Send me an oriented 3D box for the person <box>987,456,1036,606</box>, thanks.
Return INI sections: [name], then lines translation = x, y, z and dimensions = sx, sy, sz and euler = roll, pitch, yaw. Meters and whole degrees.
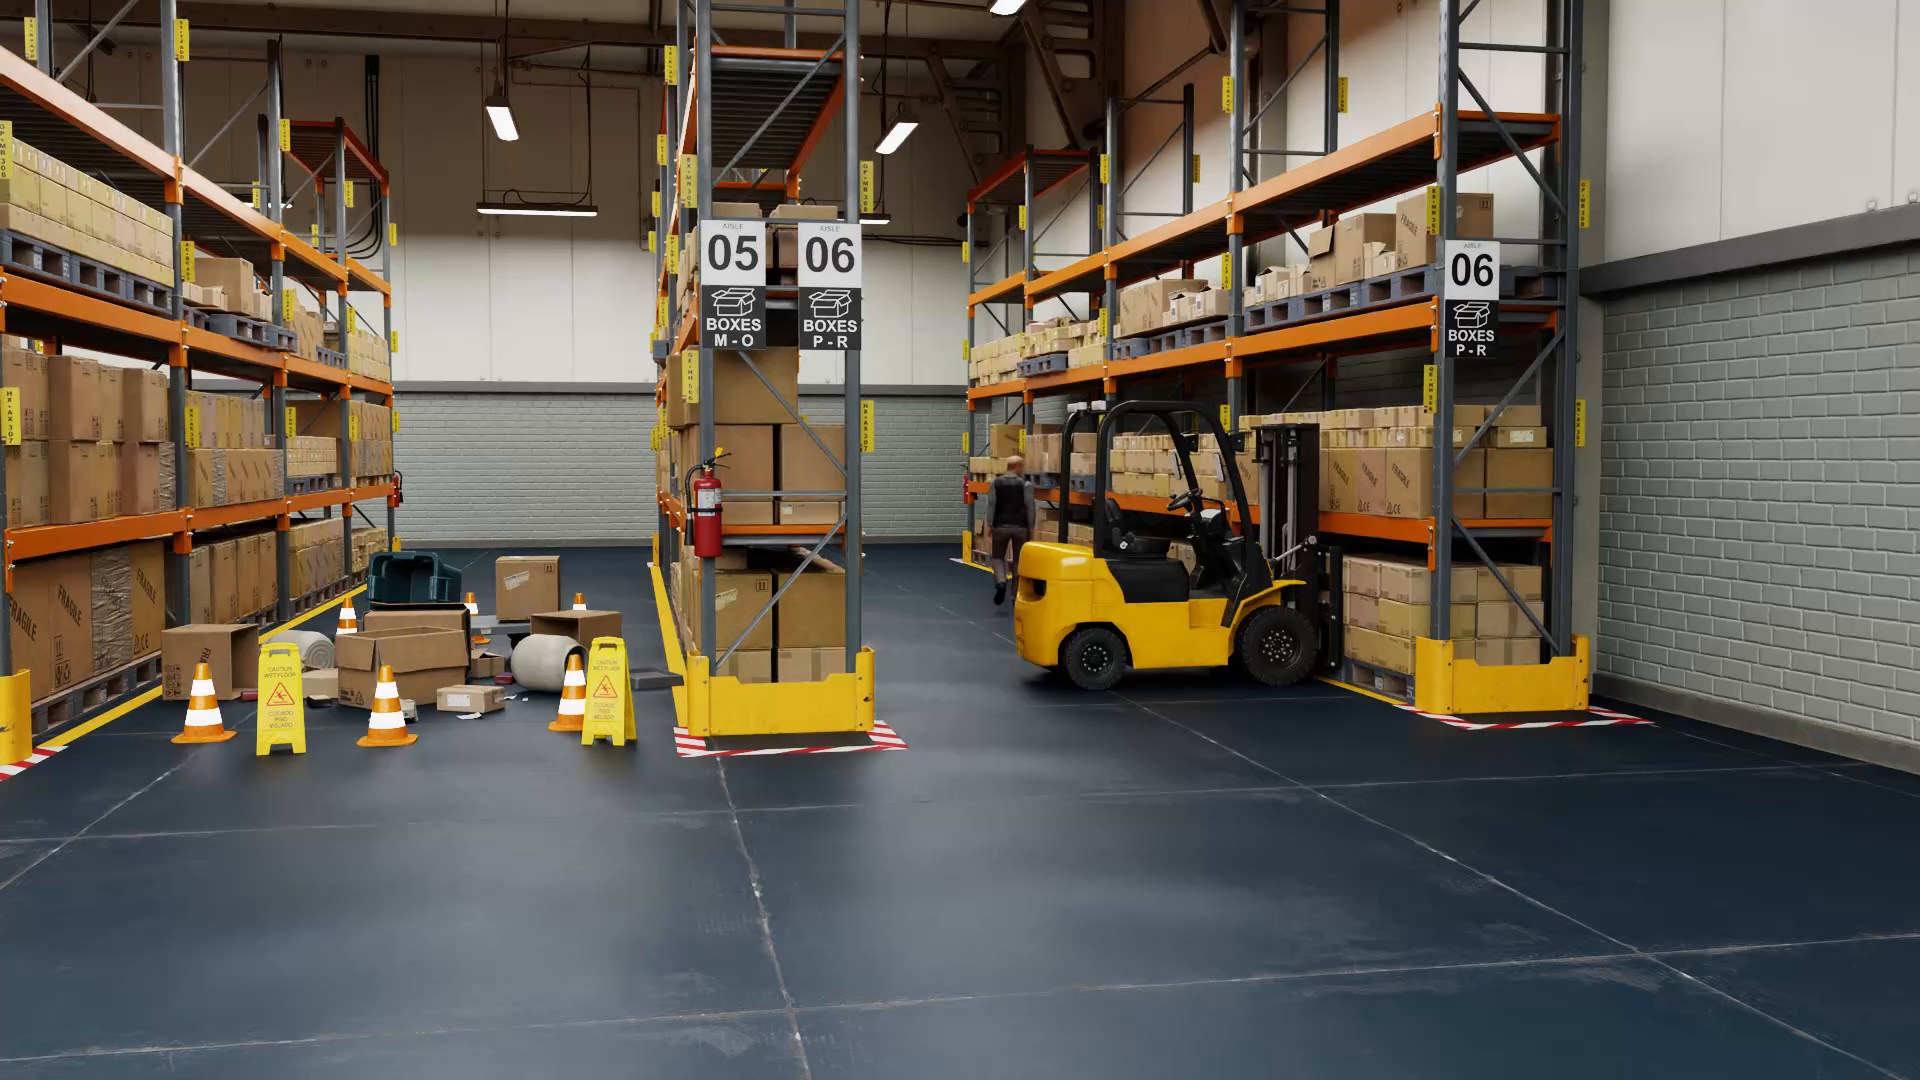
[person]
translation = 0.596, -0.105, 18.985
dimensions = 0.559, 1.715, 0.472
euler = 1, 3, 10
